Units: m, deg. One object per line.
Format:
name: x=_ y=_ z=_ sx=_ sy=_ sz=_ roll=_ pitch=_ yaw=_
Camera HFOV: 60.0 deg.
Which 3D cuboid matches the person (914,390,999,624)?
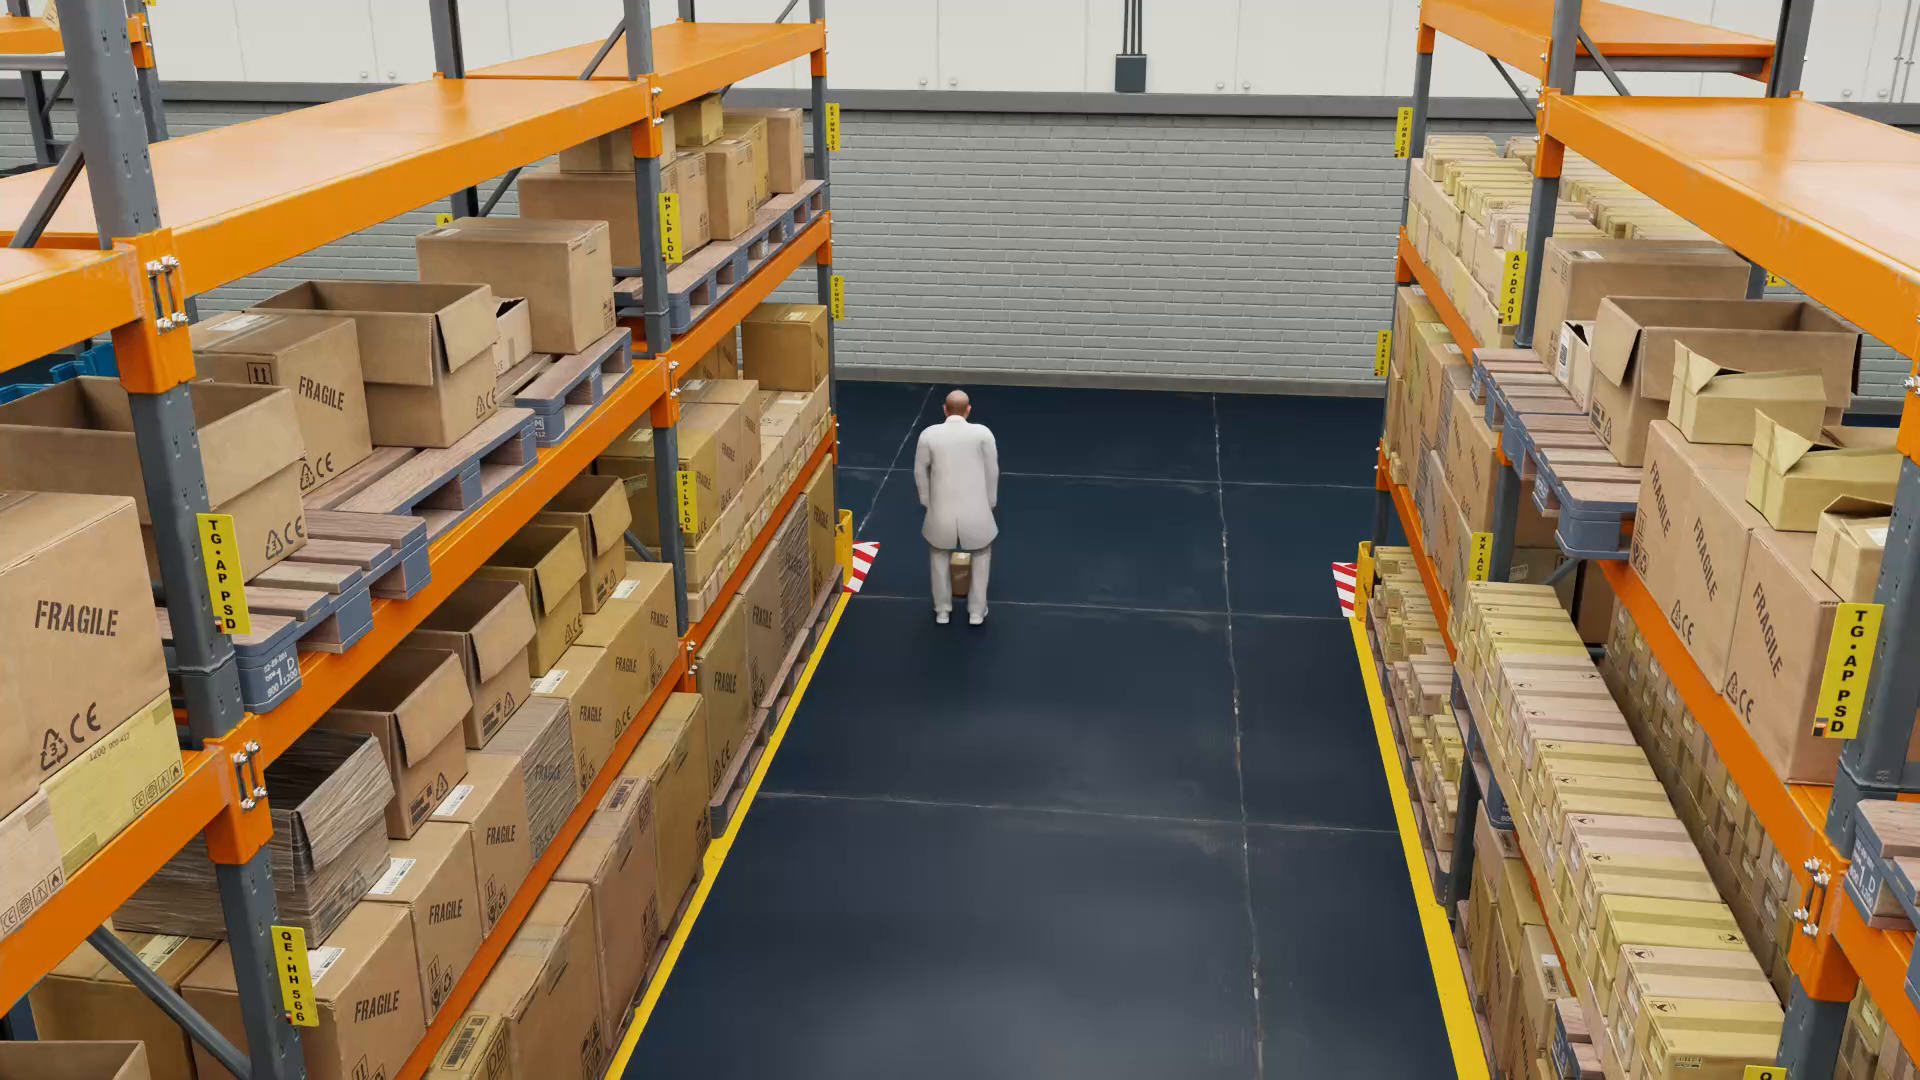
person: x=-0.028 y=-0.222 z=11.850 sx=0.607 sy=1.672 sz=0.503 roll=3 pitch=21 yaw=7
